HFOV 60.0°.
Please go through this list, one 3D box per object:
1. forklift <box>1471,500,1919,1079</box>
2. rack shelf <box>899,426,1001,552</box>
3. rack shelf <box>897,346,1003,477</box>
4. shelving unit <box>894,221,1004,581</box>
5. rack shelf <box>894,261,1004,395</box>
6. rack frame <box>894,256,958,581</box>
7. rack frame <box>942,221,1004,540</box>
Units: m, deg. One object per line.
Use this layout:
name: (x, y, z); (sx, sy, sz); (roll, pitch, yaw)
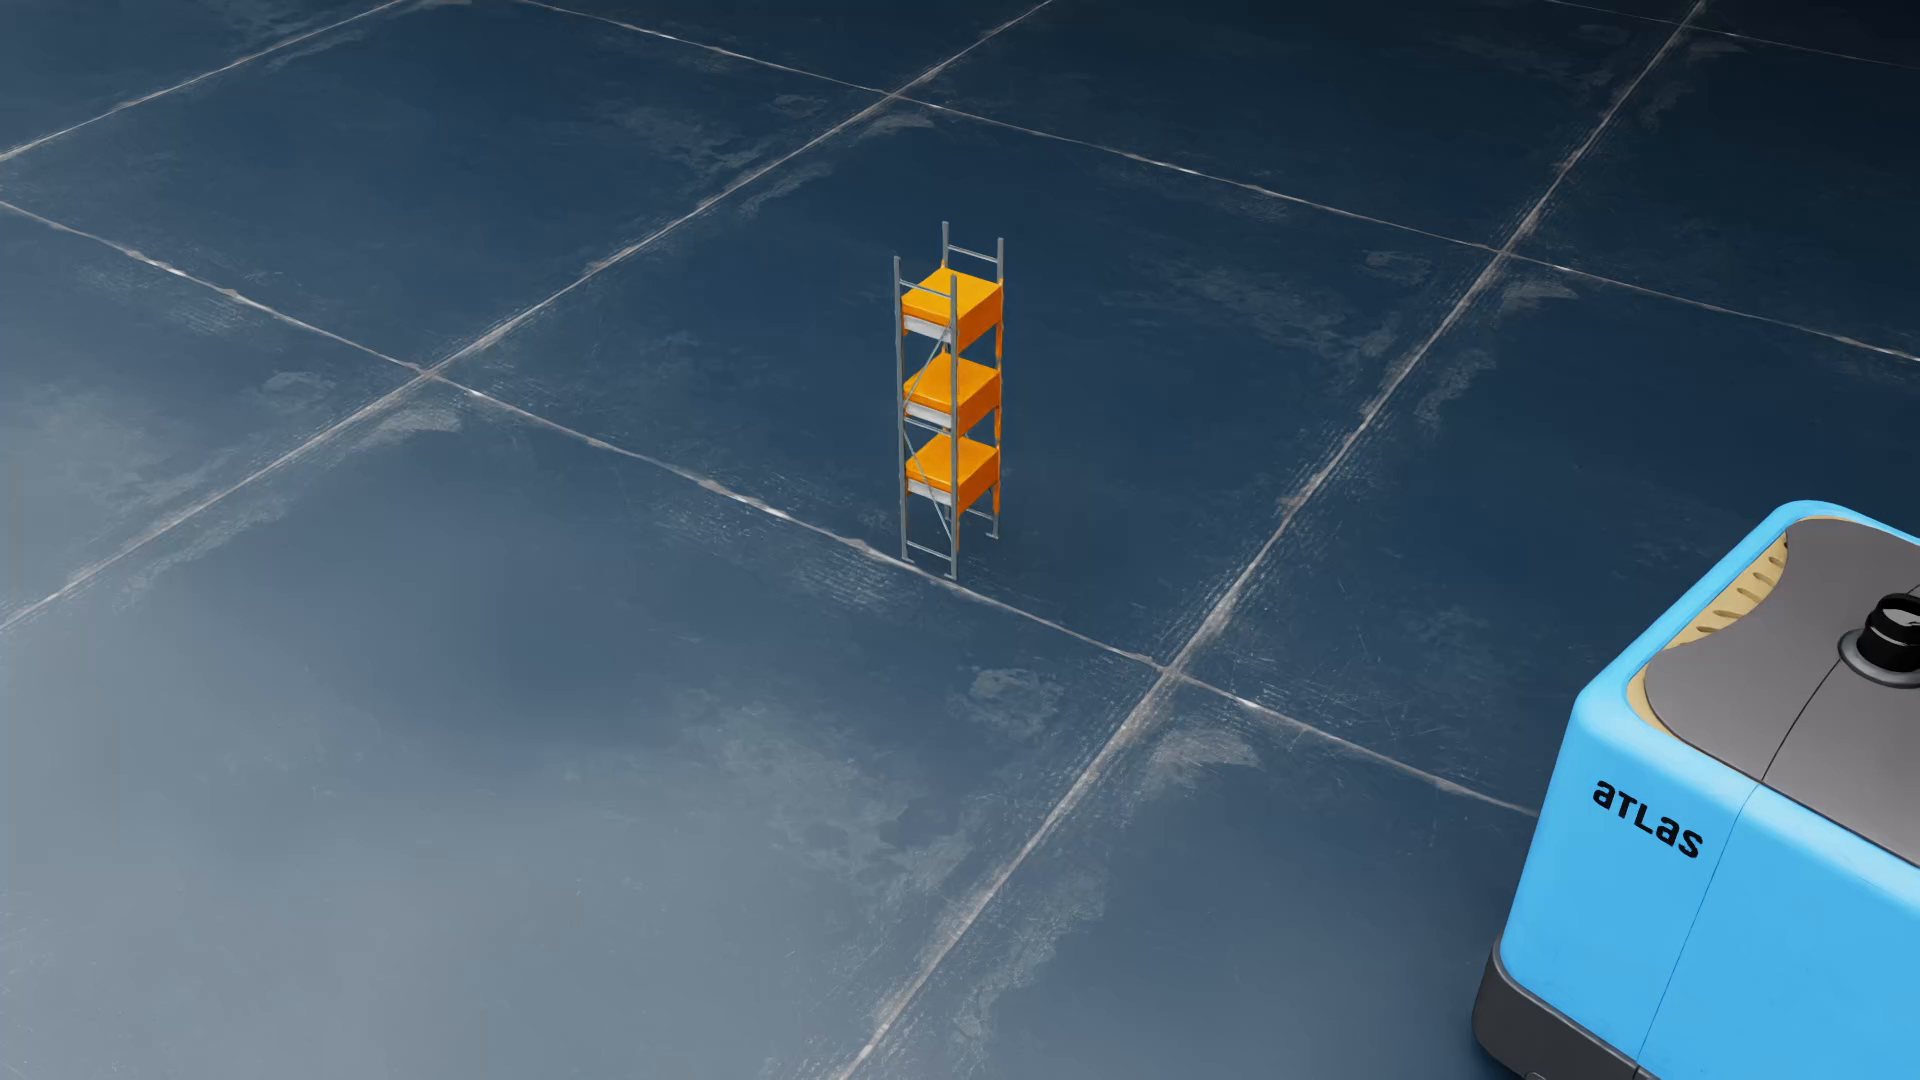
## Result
forklift: (2.533, 0.427, 2.295); (1.130, 2.935, 3.031); (-31, 47, -34)
rack shelf: (-0.029, -0.160, 5.070); (0.215, 0.259, 0.240); (21, 42, 25)
rack shelf: (-0.029, -0.380, 4.900); (0.215, 0.259, 0.240); (21, 42, 25)
shelving unit: (-0.029, -0.388, 4.894); (0.215, 1.050, 0.252); (21, 42, 25)
rack shelf: (-0.029, -0.605, 4.727); (0.215, 0.259, 0.240); (21, 42, 25)
rack frame: (-0.094, -0.325, 4.812); (0.200, 1.050, 0.008); (21, 42, 25)
rack frame: (0.037, -0.451, 4.975); (0.200, 1.050, 0.008); (21, 42, 25)
